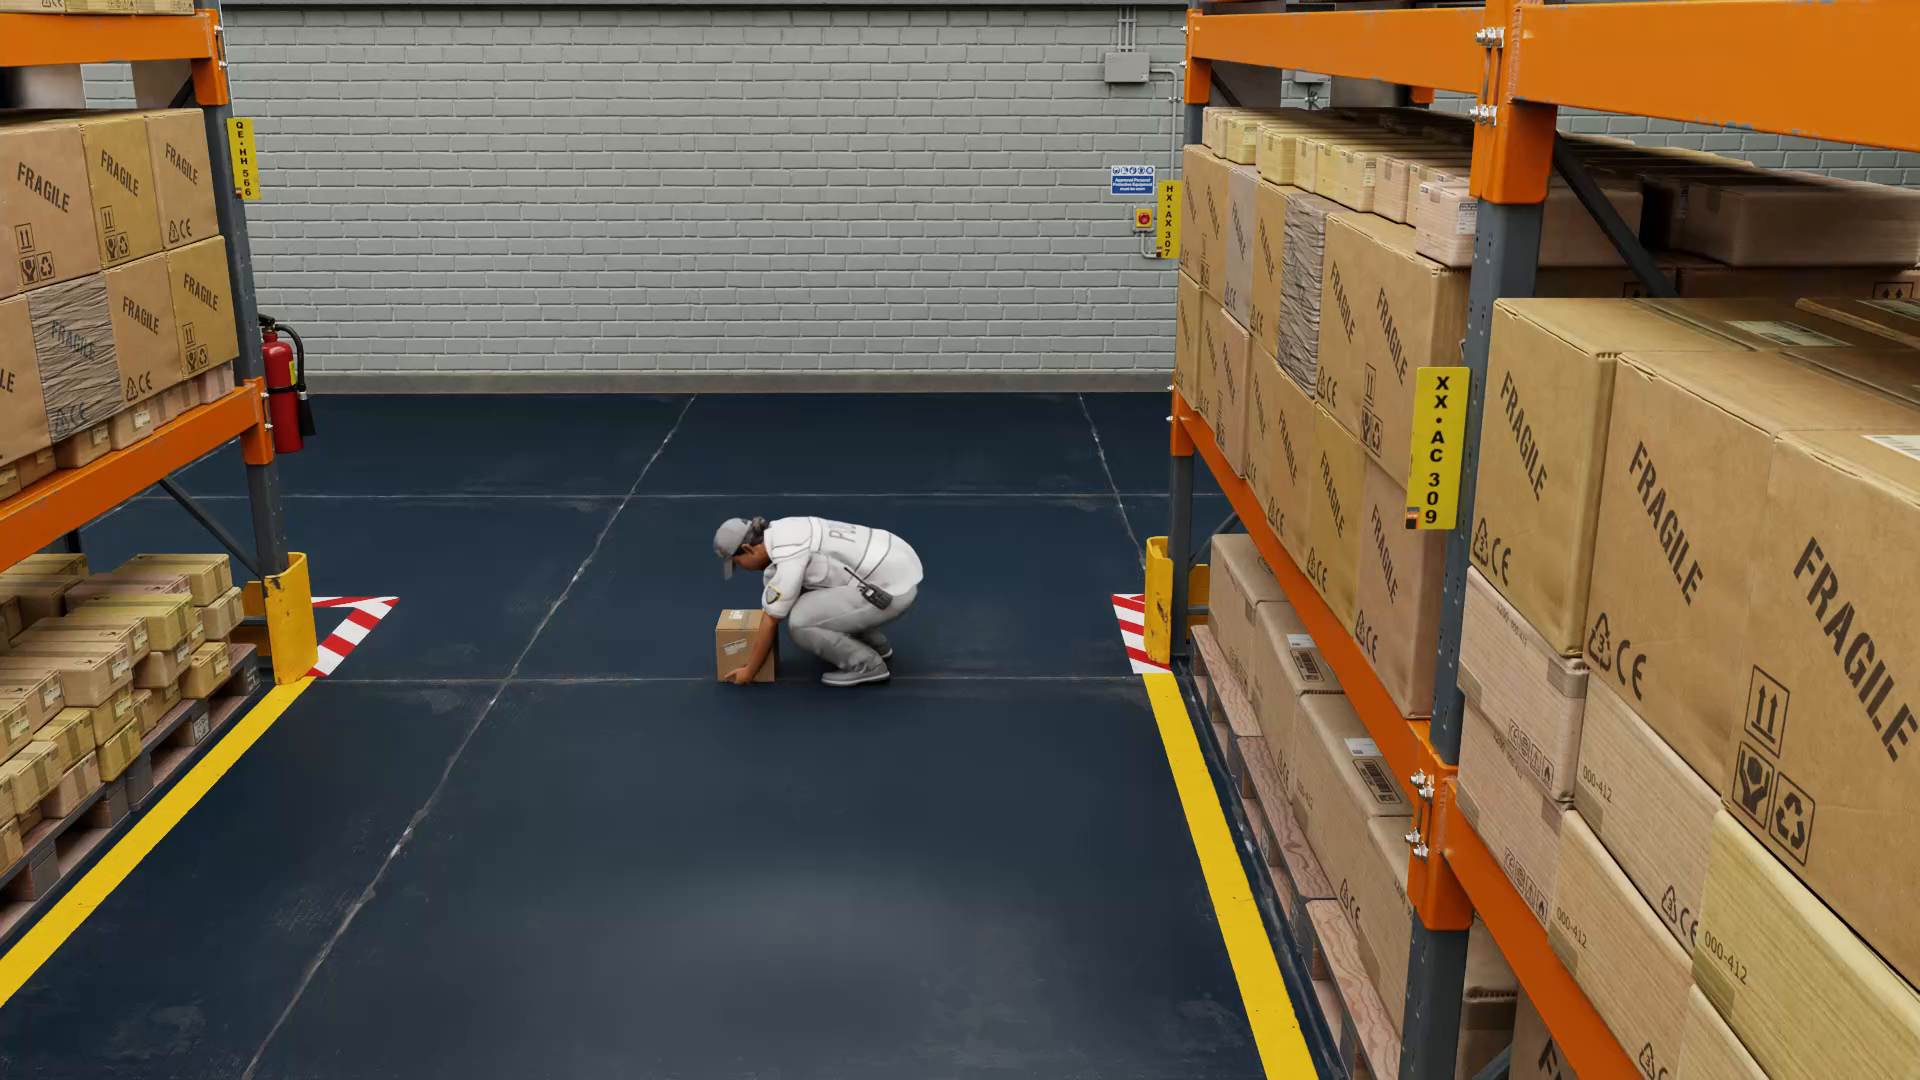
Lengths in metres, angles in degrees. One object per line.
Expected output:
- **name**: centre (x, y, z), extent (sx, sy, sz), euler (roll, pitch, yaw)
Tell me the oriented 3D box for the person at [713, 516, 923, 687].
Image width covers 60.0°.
- **person**: centre (-0.617, 0.265, 7.354), extent (0.910, 0.795, 0.522), euler (-1, 17, -2)
